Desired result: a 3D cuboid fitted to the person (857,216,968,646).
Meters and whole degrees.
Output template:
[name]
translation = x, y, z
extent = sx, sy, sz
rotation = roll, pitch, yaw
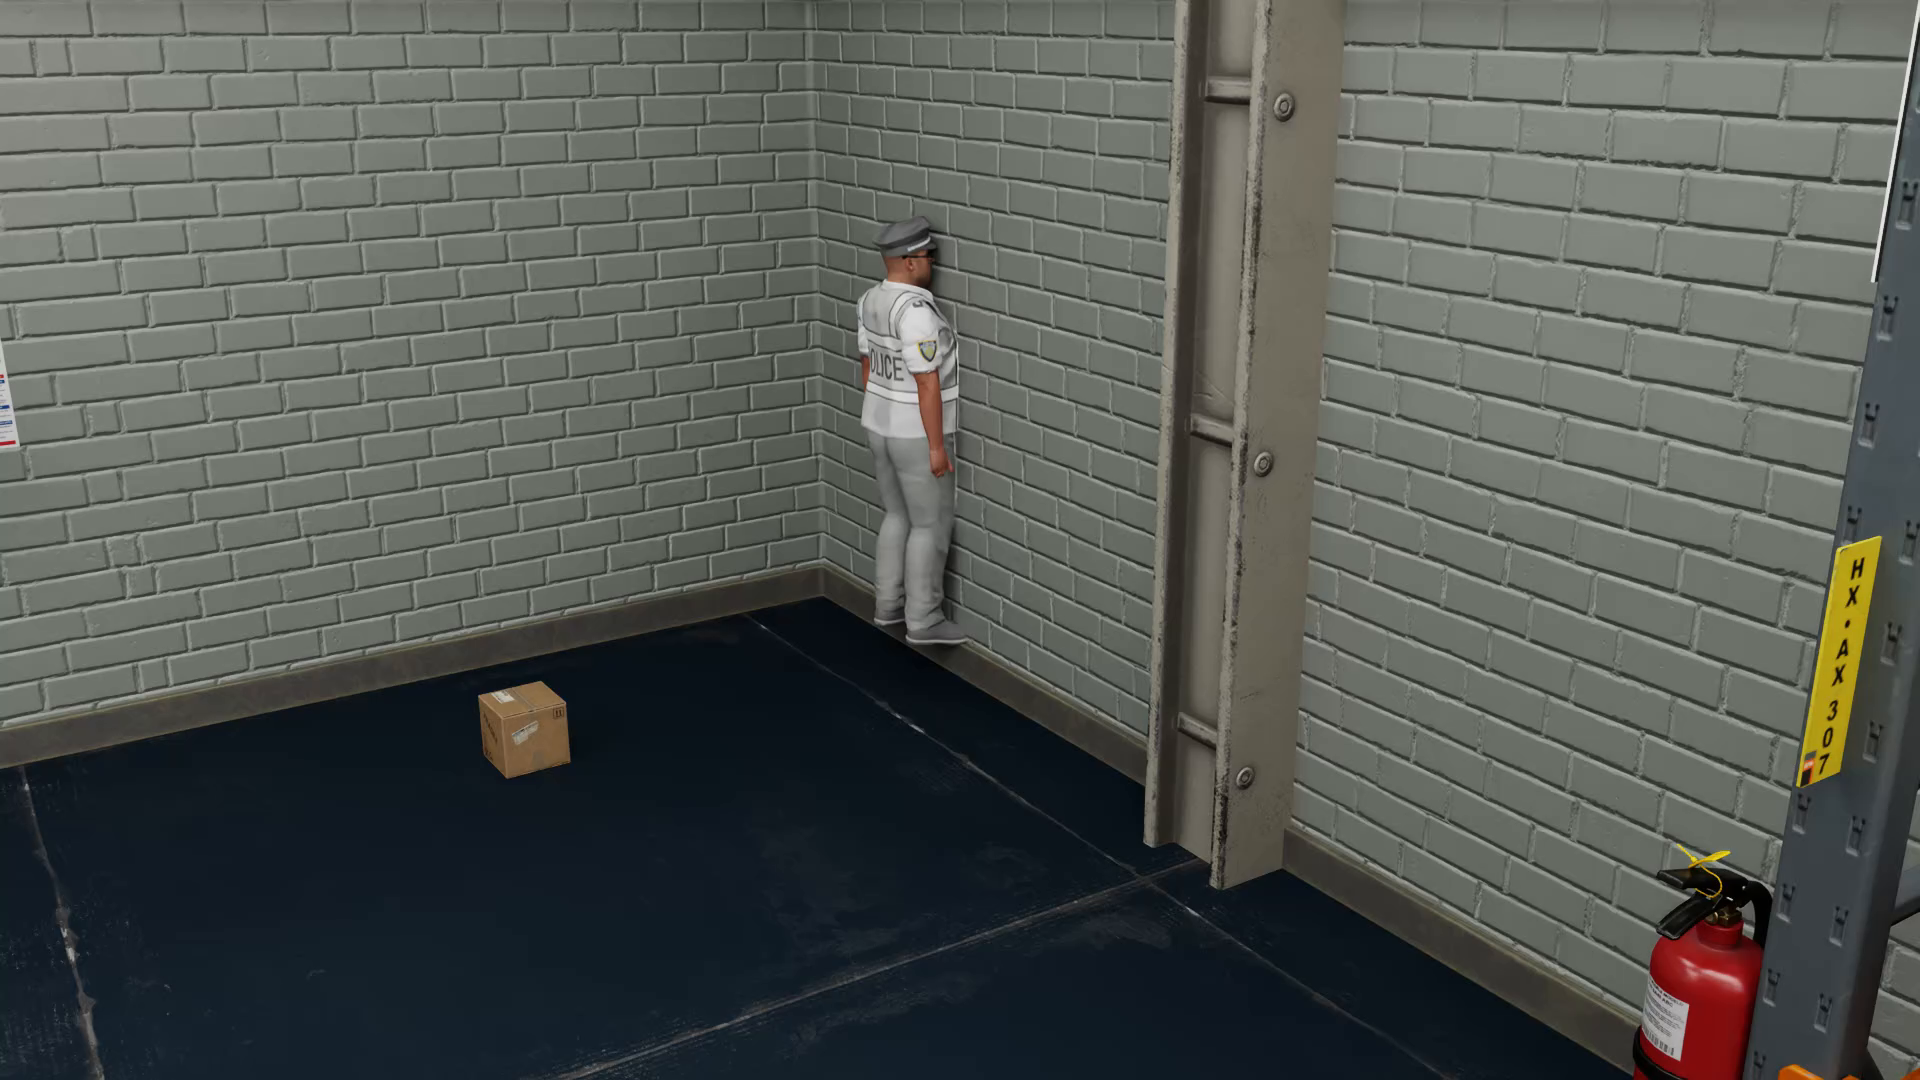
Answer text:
[person]
translation = -0.188, -0.452, 6.913
extent = 0.397, 1.773, 0.529
rotation = -10, 21, -29
